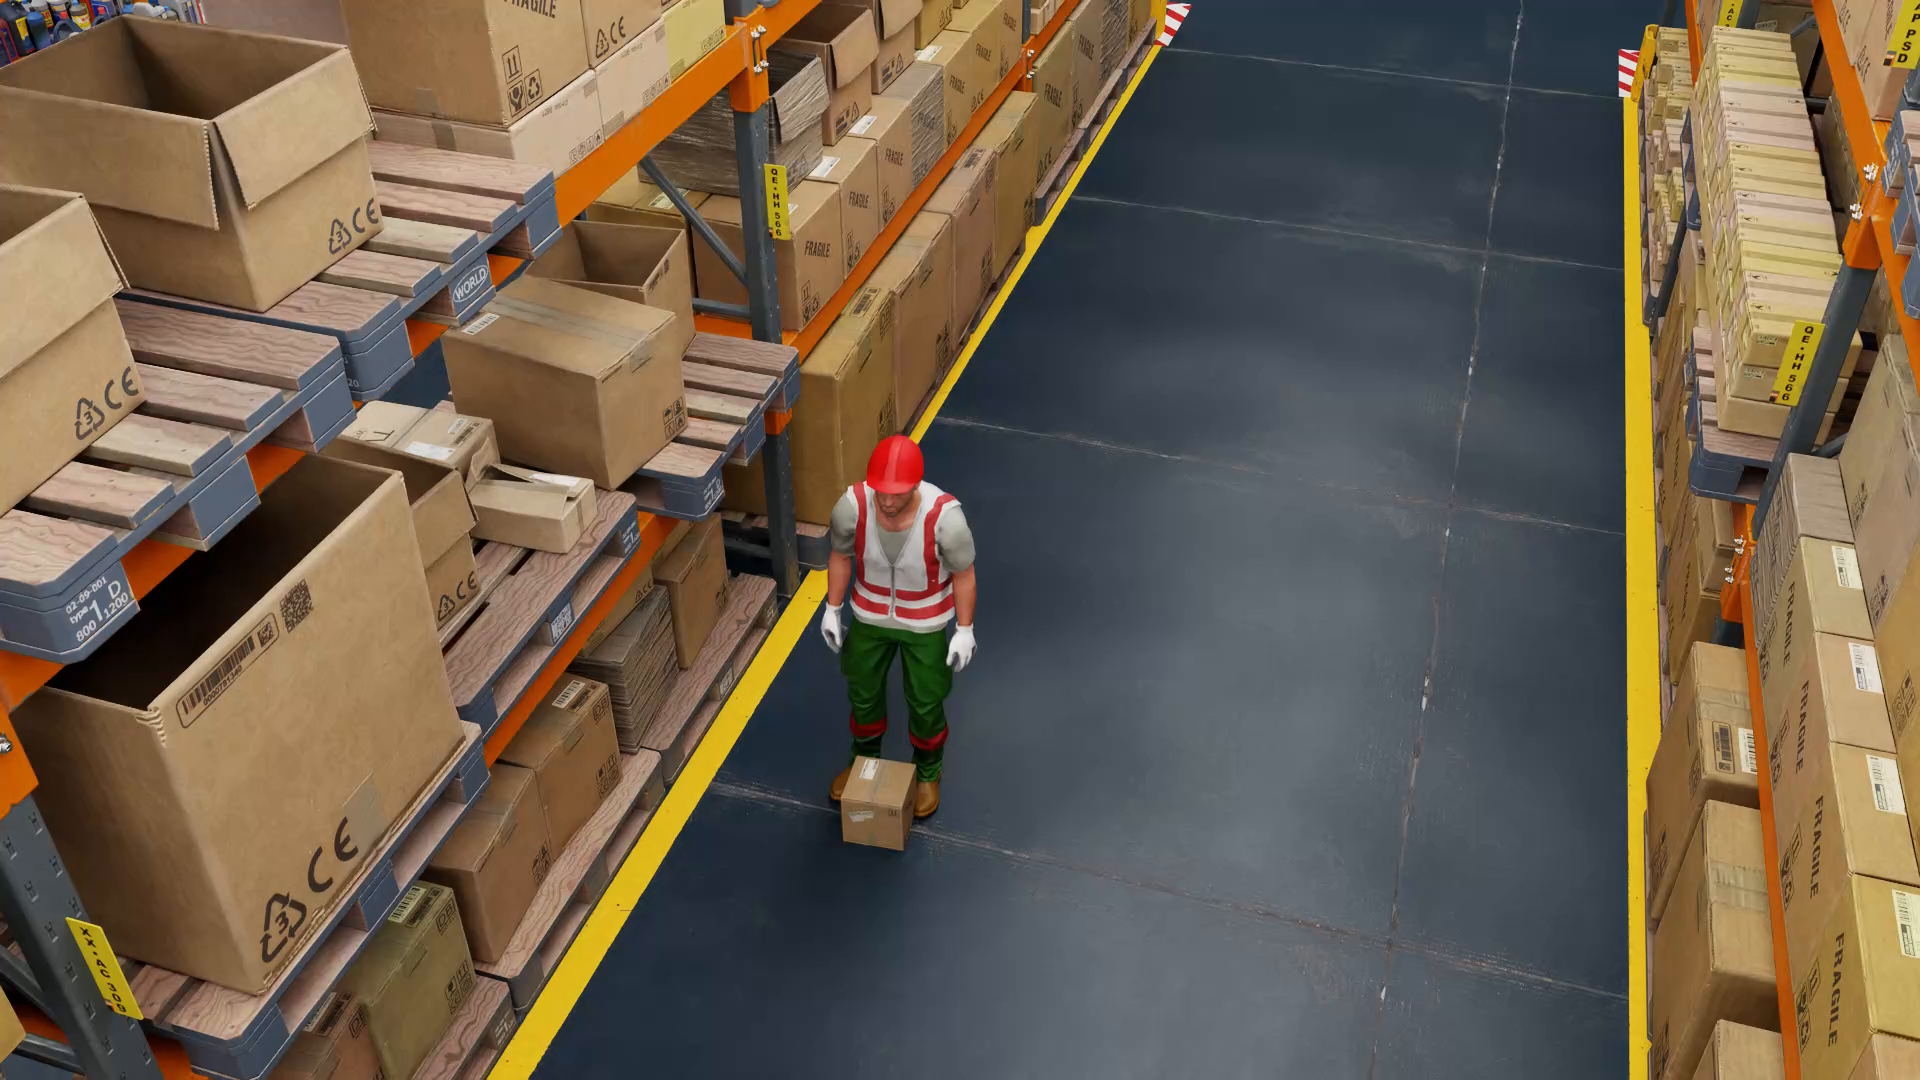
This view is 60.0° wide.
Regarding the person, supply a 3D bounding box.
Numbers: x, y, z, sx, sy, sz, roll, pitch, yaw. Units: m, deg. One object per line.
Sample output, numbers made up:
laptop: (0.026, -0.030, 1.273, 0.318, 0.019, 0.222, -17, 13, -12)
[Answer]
person: (-0.235, 0.325, 6.442, 0.620, 1.780, 0.446, 9, 38, 11)
